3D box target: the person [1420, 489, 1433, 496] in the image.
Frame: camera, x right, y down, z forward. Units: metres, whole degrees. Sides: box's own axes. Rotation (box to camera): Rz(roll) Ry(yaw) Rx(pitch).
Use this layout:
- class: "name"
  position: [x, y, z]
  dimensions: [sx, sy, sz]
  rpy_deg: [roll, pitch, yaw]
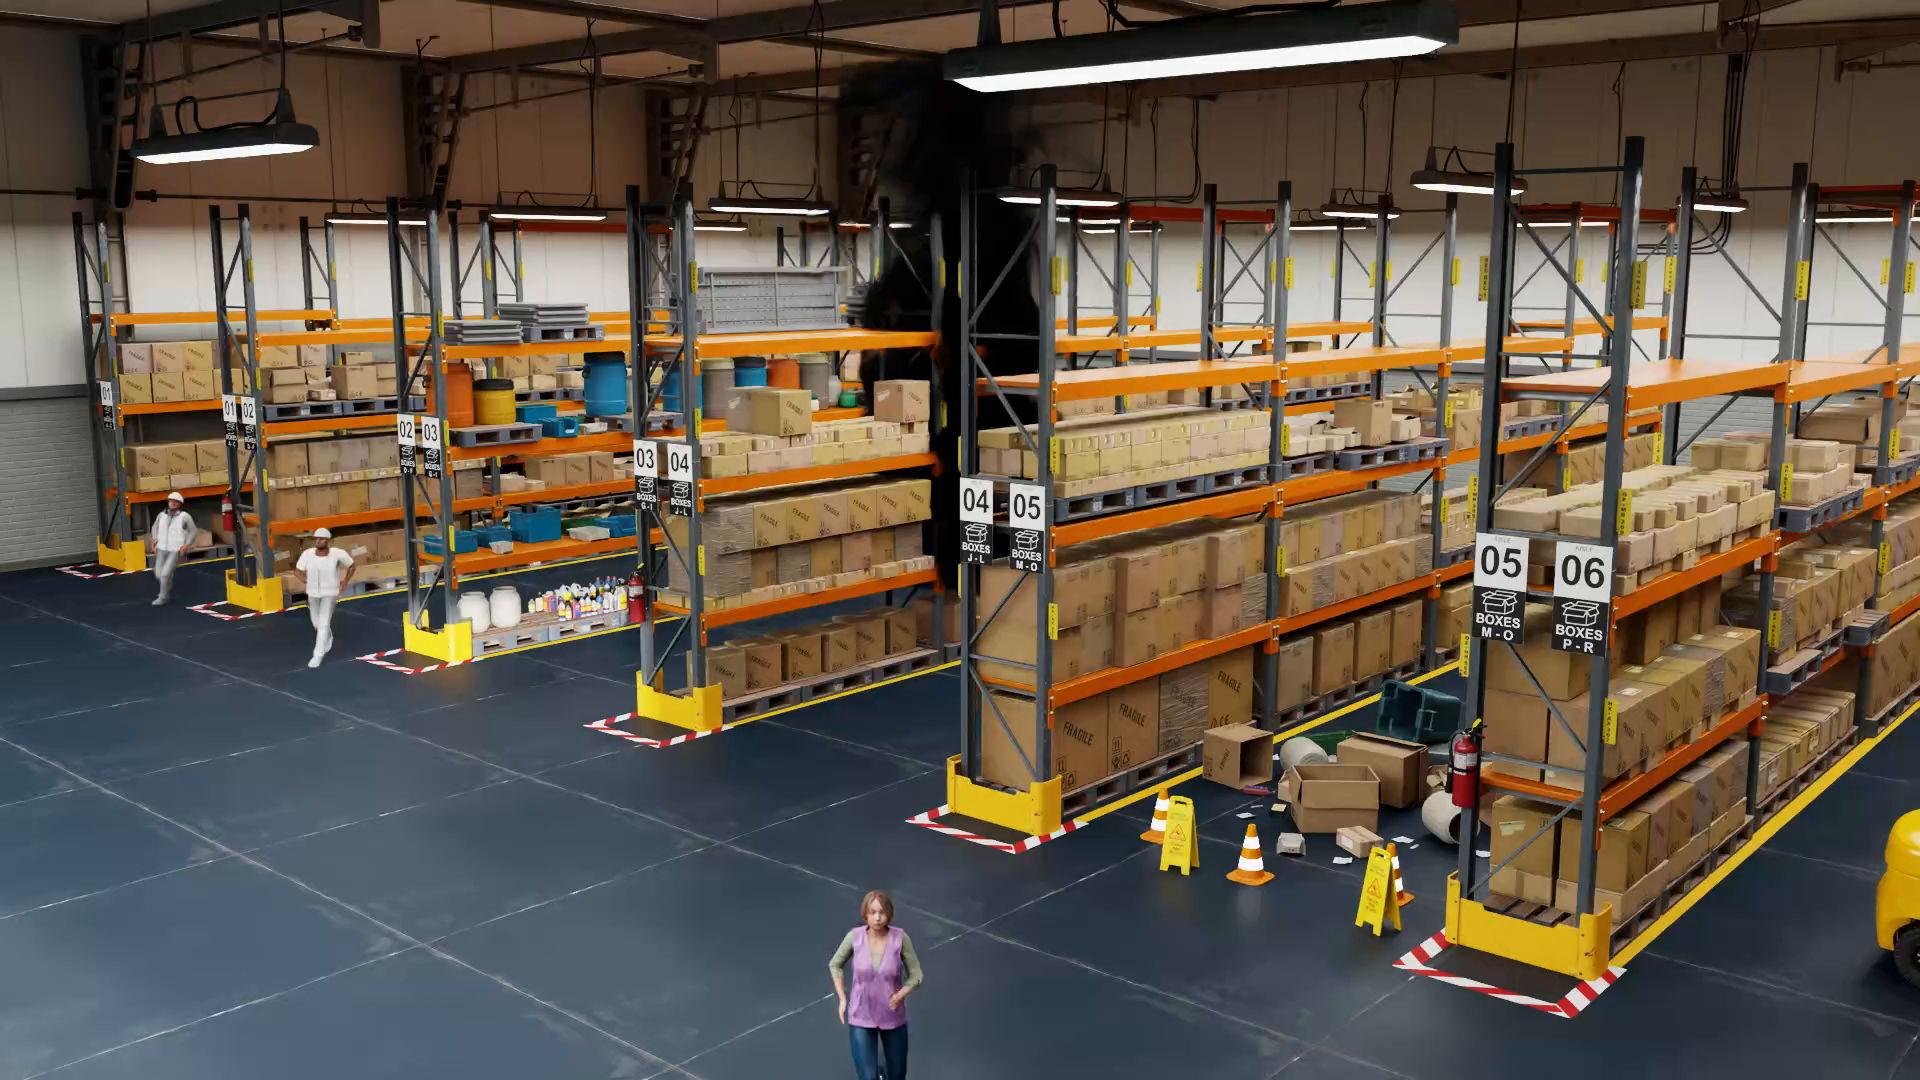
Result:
- class: "person"
  position: [7.305, 0.041, 25.905]
  dimensions: [0.833, 1.693, 0.619]
  rpy_deg: [-9, 13, -43]

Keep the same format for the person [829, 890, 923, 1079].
- class: "person"
  position: [-0.490, 2.800, 9.741]
  dimensions: [0.548, 1.567, 0.791]
  rpy_deg: [-1, 10, -5]

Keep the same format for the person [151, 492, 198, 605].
- class: "person"
  position: [-12.013, 0.119, 25.420]
  dimensions: [0.698, 1.703, 0.640]
  rpy_deg: [0, 9, -1]

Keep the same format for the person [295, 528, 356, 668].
- class: "person"
  position: [-8.266, 0.708, 21.628]
  dimensions: [0.713, 1.760, 0.929]
  rpy_deg: [0, 9, 0]
